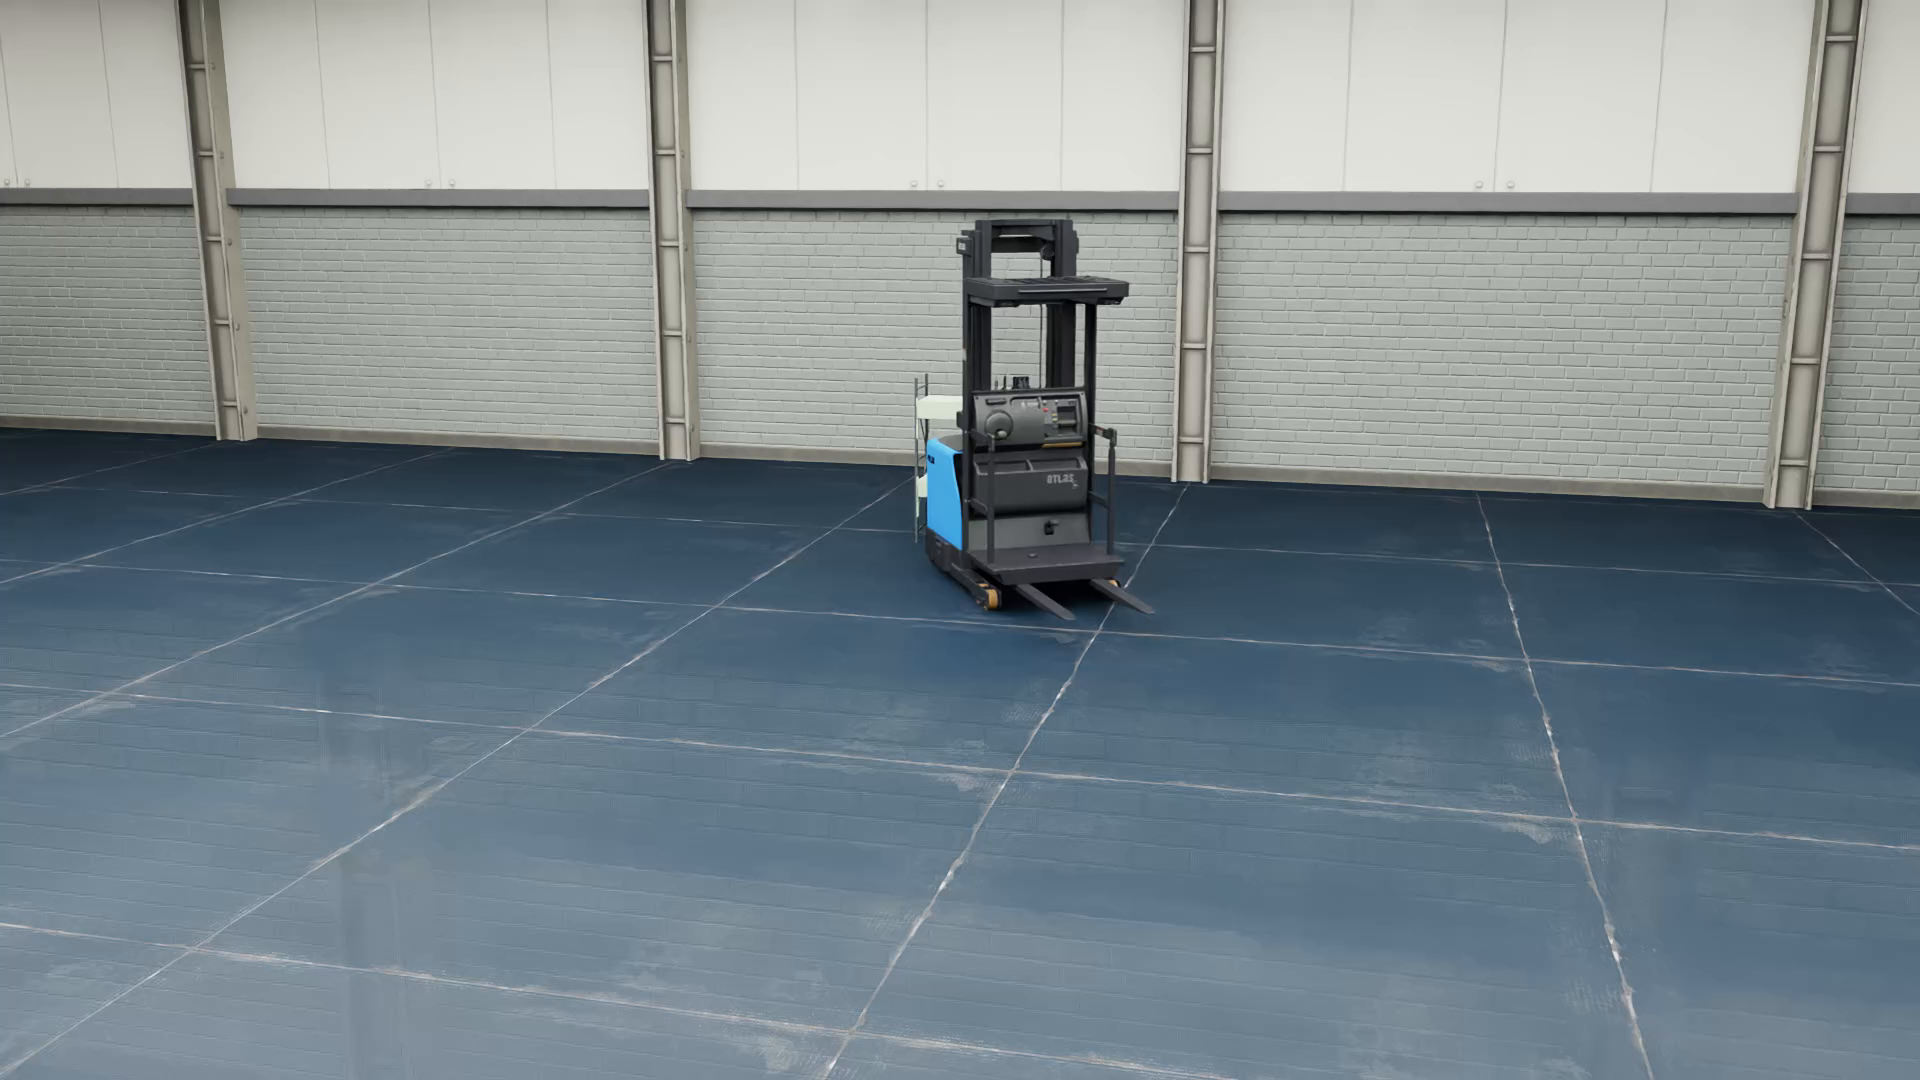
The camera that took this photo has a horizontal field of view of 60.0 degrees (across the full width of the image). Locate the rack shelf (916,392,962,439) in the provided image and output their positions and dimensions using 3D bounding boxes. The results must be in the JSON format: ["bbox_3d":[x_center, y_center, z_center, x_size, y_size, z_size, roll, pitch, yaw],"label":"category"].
[{"bbox_3d":[0.006,-1.113,15.001,0.720,0.370,0.431,3,13,14],"label":"rack shelf"}]

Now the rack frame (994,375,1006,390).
[{"bbox_3d":[0.362,-0.713,15.000,0.023,1.500,0.400,3,13,14],"label":"rack frame"}]

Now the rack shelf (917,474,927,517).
[{"bbox_3d":[0.006,-0.414,15.157,0.720,0.370,0.431,3,13,14],"label":"rack shelf"}]

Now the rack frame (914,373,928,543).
[{"bbox_3d":[-0.349,-0.751,15.172,0.023,1.500,0.400,3,13,14],"label":"rack frame"}]

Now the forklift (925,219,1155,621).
[{"bbox_3d":[0.626,-0.986,12.927,1.130,2.935,3.031,-4,13,-17],"label":"forklift"}]

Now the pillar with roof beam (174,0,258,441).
[{"bbox_3d":[-10.155,-4.767,15.959,0.400,9.000,9.100,3,13,14],"label":"pillar with roof beam"}]

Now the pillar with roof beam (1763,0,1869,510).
[{"bbox_3d":[7.321,-3.833,11.749,0.400,9.000,9.100,3,13,14],"label":"pillar with roof beam"}]

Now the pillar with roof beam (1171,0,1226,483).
[{"bbox_3d":[1.496,-4.144,13.153,0.400,9.000,9.100,3,13,14],"label":"pillar with roof beam"}]

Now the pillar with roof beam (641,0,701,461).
[{"bbox_3d":[-4.330,-4.455,14.556,0.400,9.000,9.100,3,13,14],"label":"pillar with roof beam"}]

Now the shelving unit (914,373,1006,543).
[{"bbox_3d":[0.006,-0.732,15.086,0.755,1.500,0.431,3,13,14],"label":"shelving unit"}]
